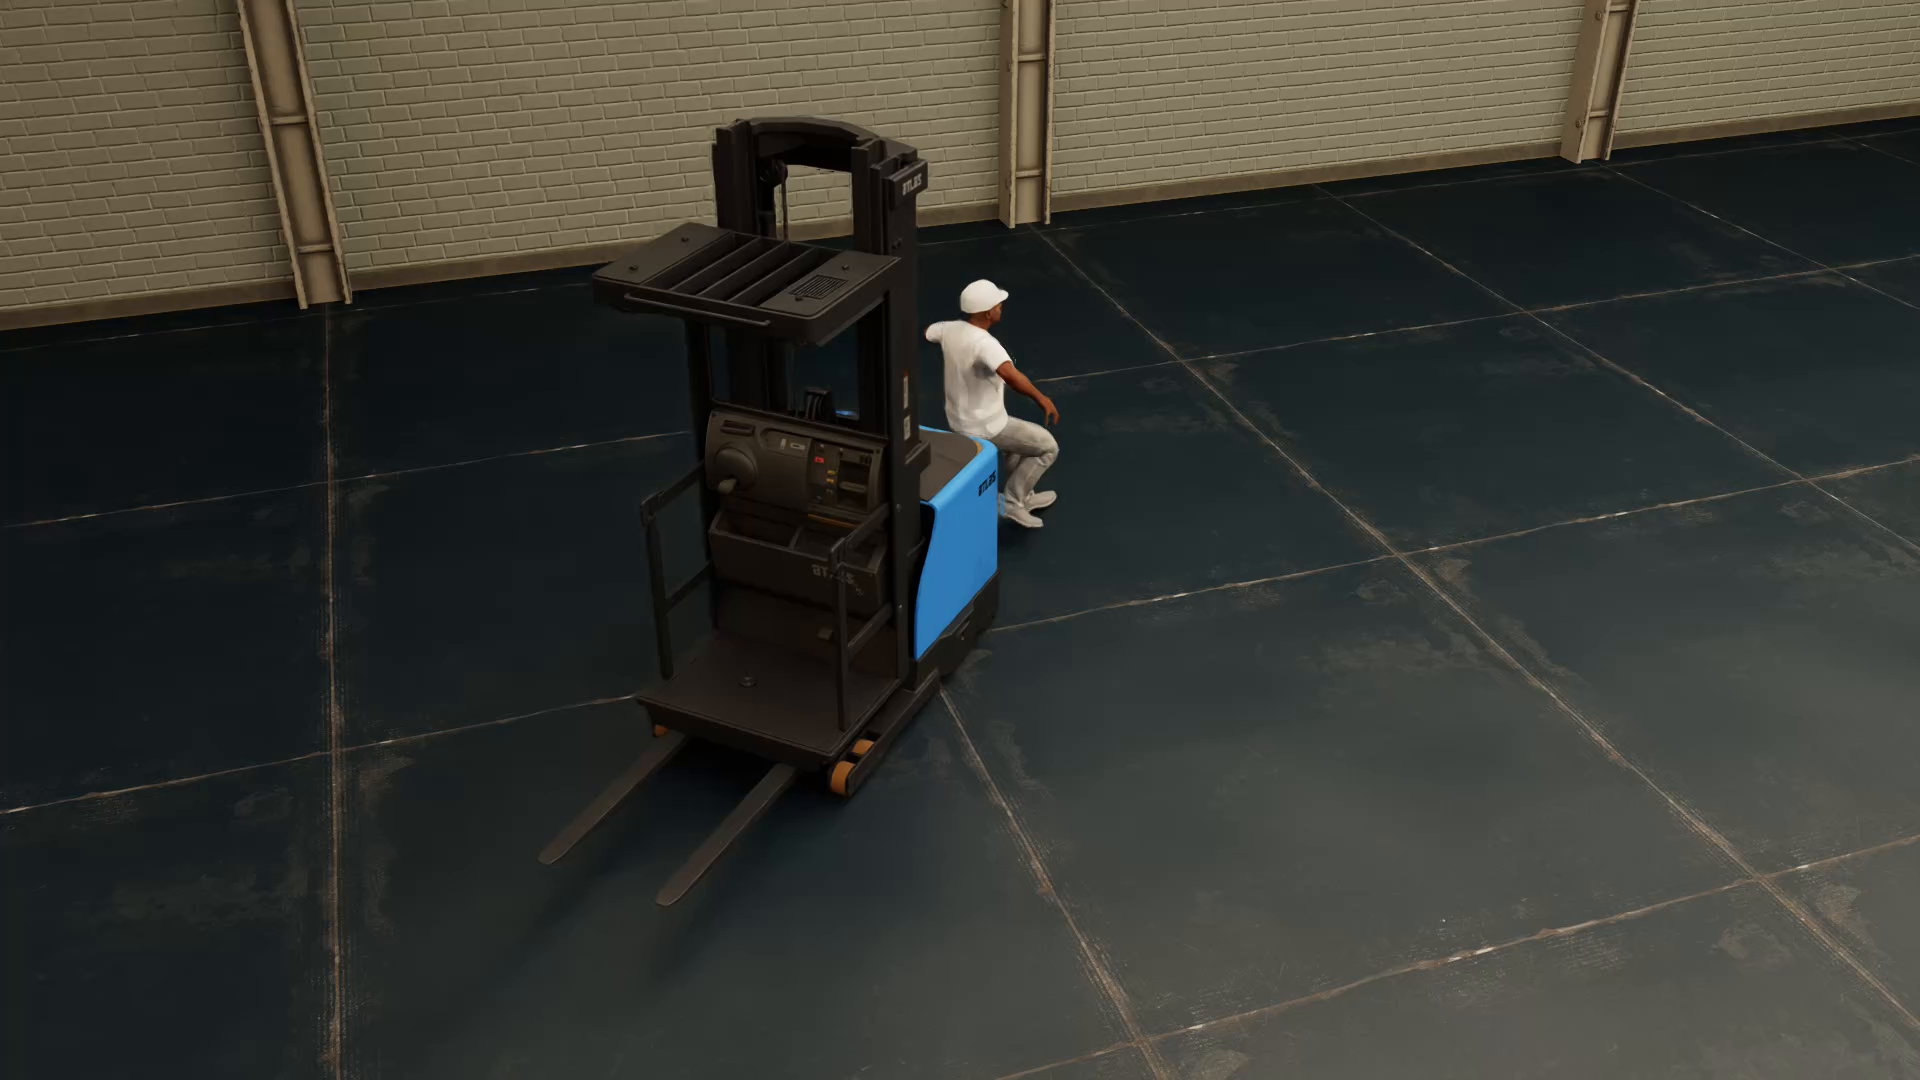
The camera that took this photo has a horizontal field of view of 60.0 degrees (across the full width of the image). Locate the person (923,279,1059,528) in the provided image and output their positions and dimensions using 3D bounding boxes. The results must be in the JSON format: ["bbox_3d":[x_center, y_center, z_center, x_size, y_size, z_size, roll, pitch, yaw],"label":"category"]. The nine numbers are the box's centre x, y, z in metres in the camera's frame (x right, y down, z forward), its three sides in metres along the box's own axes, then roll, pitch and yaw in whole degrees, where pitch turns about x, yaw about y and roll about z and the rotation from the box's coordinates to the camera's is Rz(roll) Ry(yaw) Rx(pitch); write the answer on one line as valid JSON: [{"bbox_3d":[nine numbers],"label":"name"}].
[{"bbox_3d":[0.285,-0.797,9.806,0.800,1.617,1.176,-13,32,-22],"label":"person"}]

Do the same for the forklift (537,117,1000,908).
[{"bbox_3d":[-0.873,-0.302,7.612,1.130,2.935,3.031,13,33,22],"label":"forklift"}]
